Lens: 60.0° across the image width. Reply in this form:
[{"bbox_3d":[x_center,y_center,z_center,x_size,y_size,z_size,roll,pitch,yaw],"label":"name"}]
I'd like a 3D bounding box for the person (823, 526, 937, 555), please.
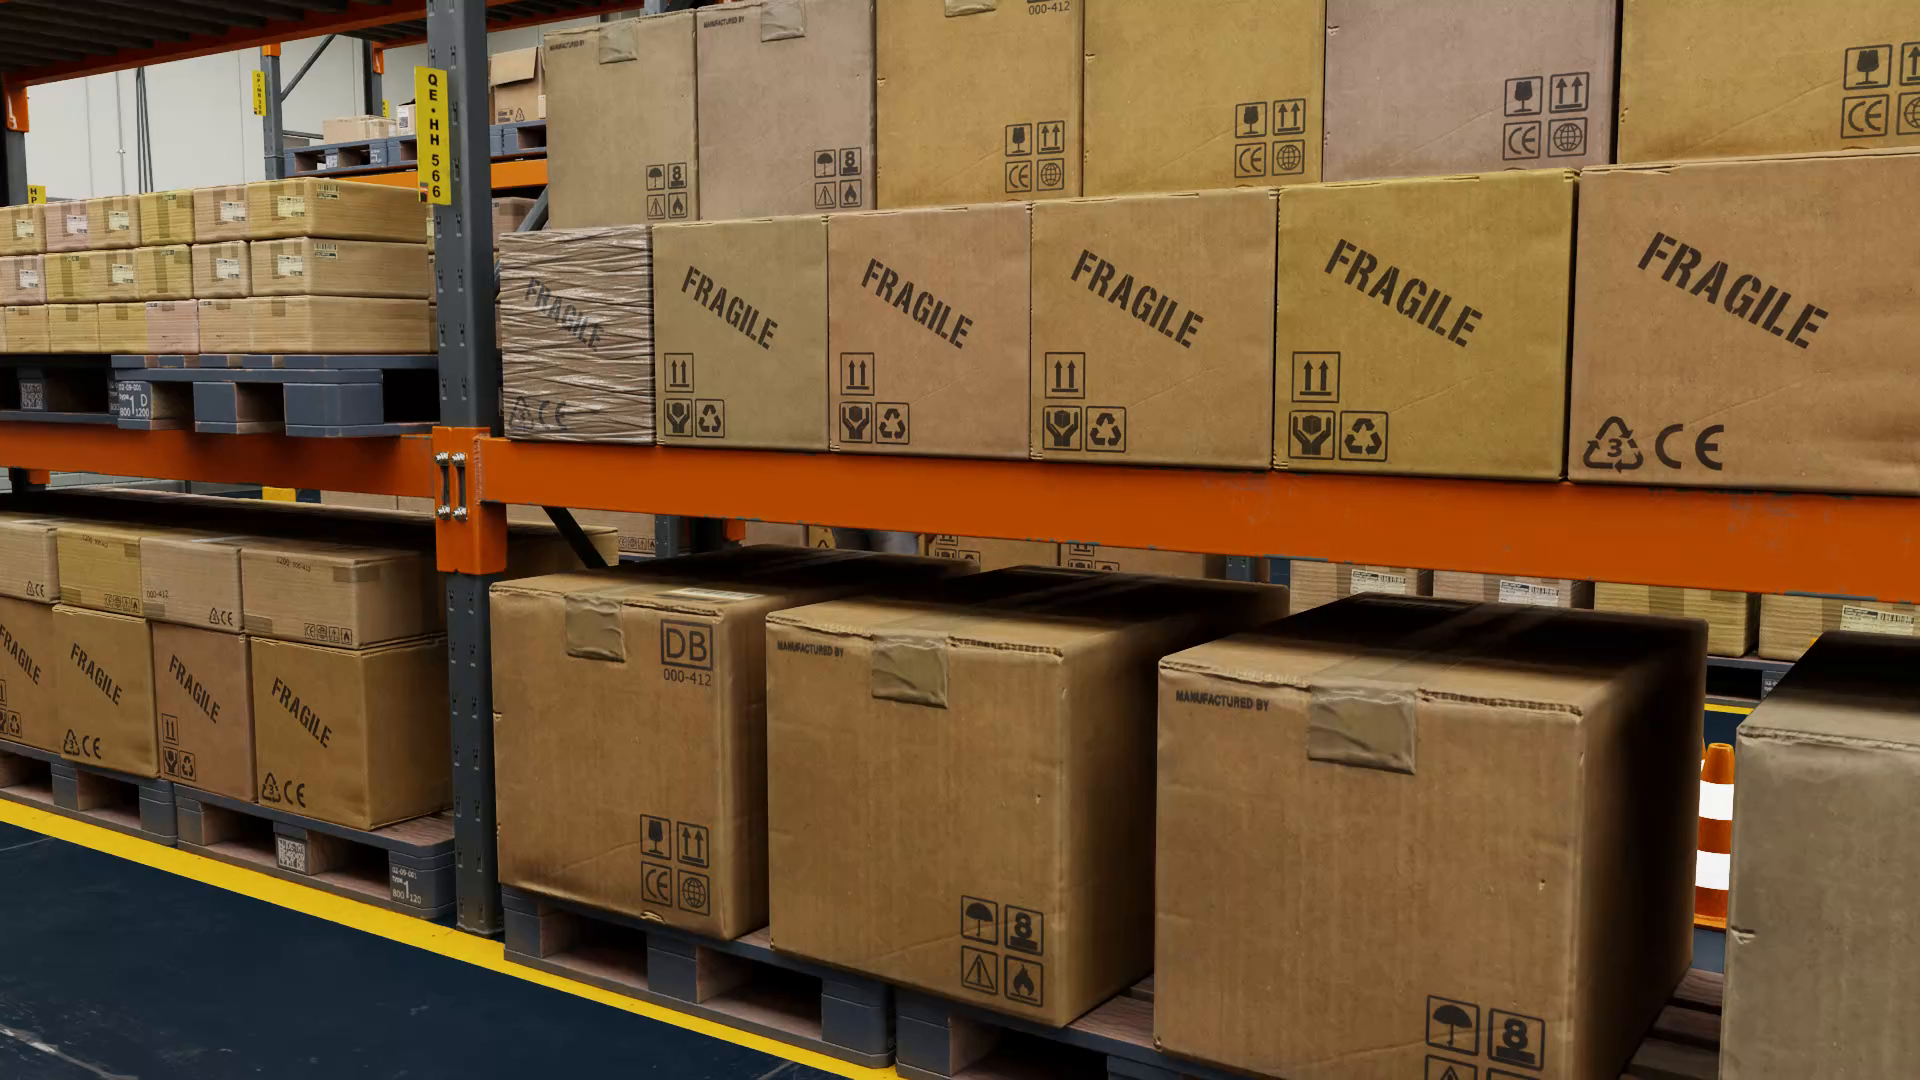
[{"bbox_3d":[-0.362,-0.162,7.177,0.627,1.761,0.456,4,8,34],"label":"person"}]
